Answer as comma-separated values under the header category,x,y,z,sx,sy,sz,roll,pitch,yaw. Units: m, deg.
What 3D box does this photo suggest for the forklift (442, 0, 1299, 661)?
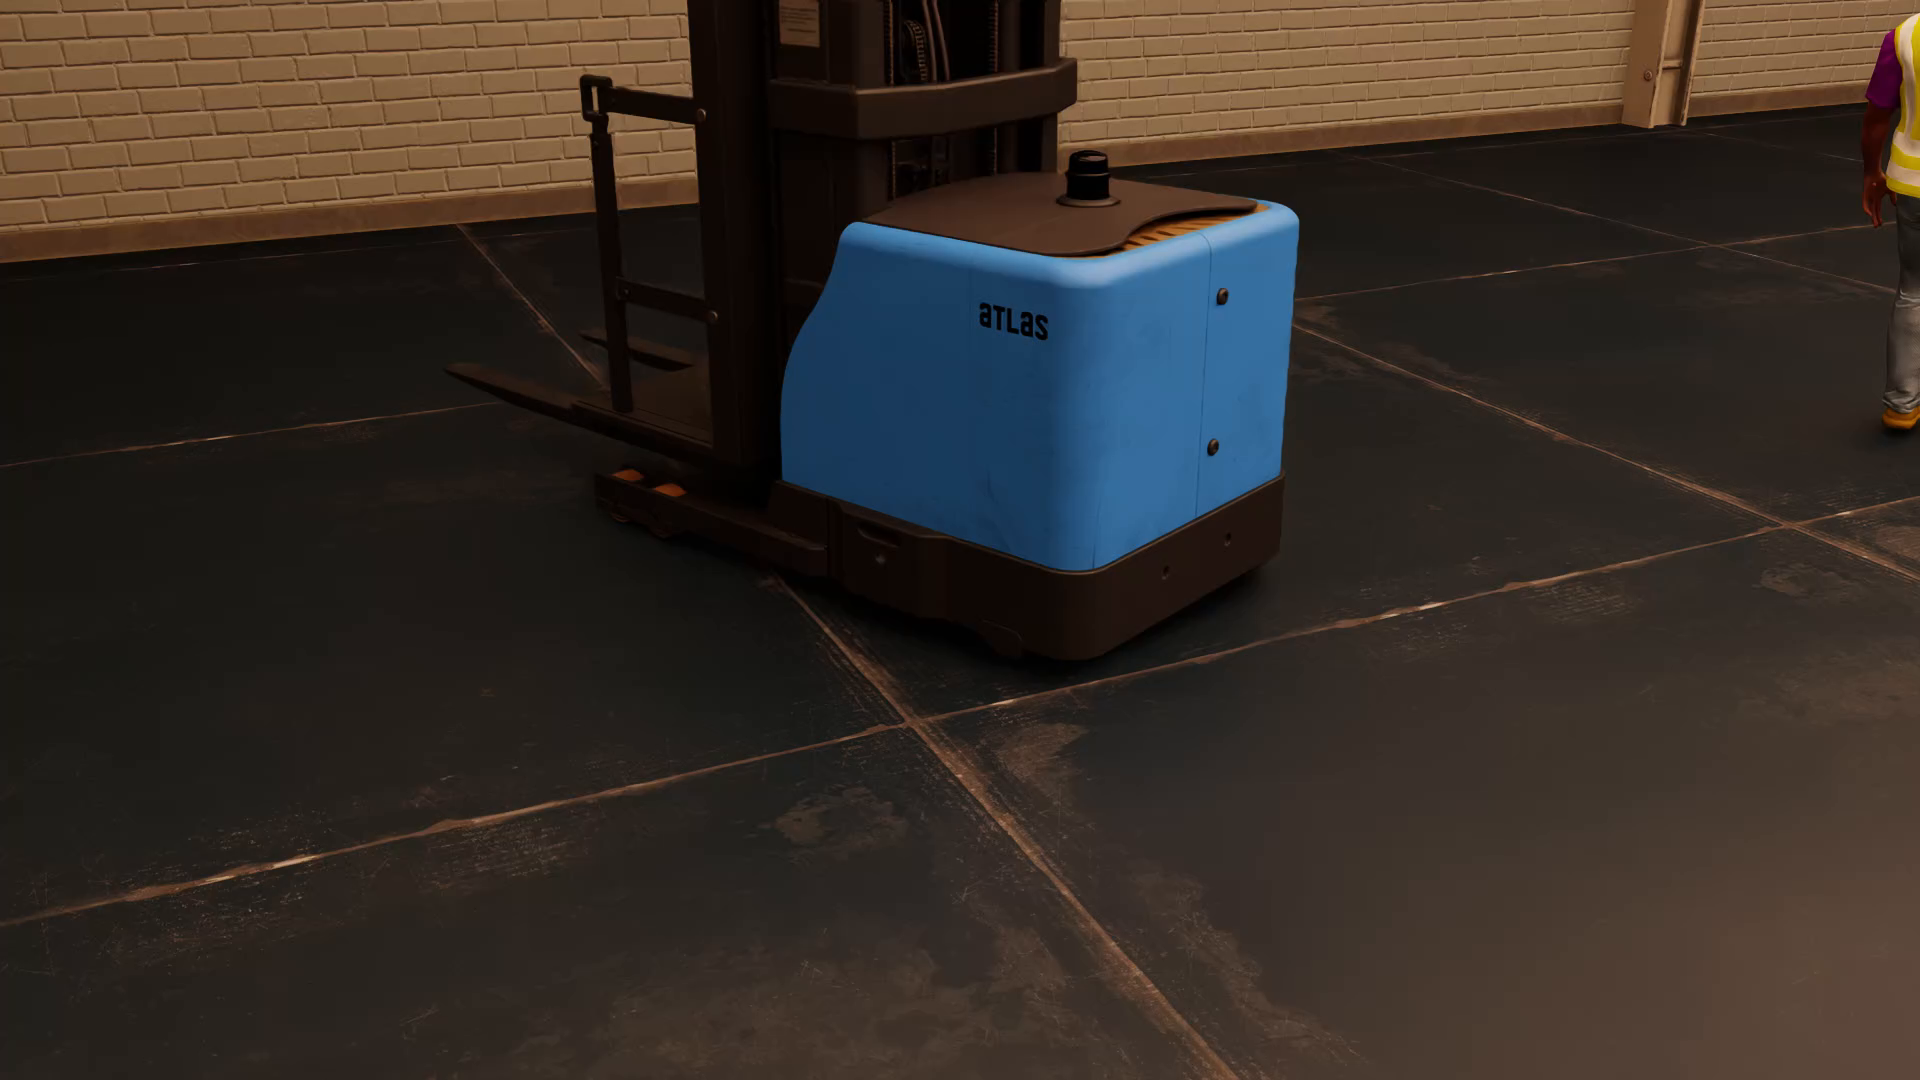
category,x,y,z,sx,sy,sz,roll,pitch,yaw
forklift,-0.515,-1.496,4.887,3.031,2.935,1.130,18,29,37

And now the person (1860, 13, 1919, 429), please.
category,x,y,z,sx,sy,sz,roll,pitch,yaw
person,3.452,-1.214,5.710,0.590,1.762,0.665,-17,28,-35
